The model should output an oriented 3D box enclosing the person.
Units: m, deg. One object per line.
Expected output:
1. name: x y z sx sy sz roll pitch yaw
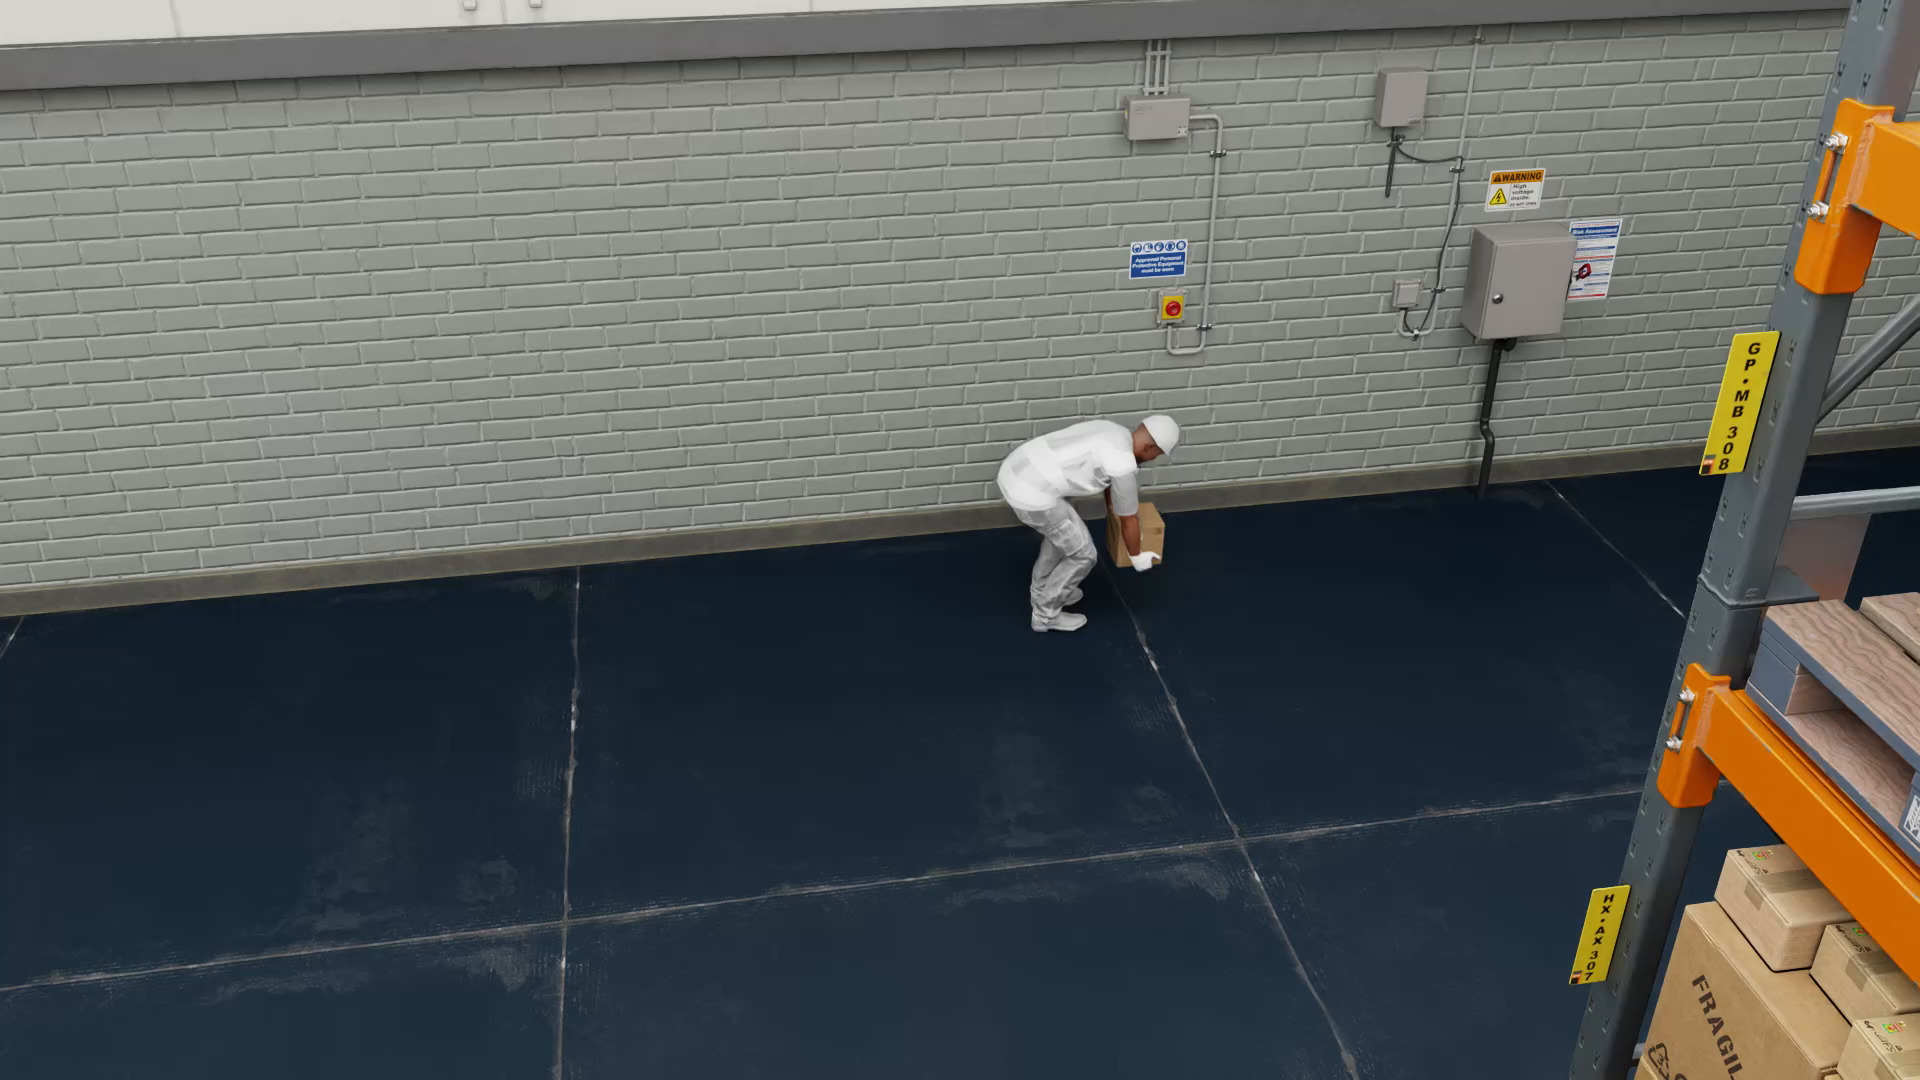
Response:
1. person: 0.684 -0.112 8.936 0.970 1.146 0.528 -7 31 -11
